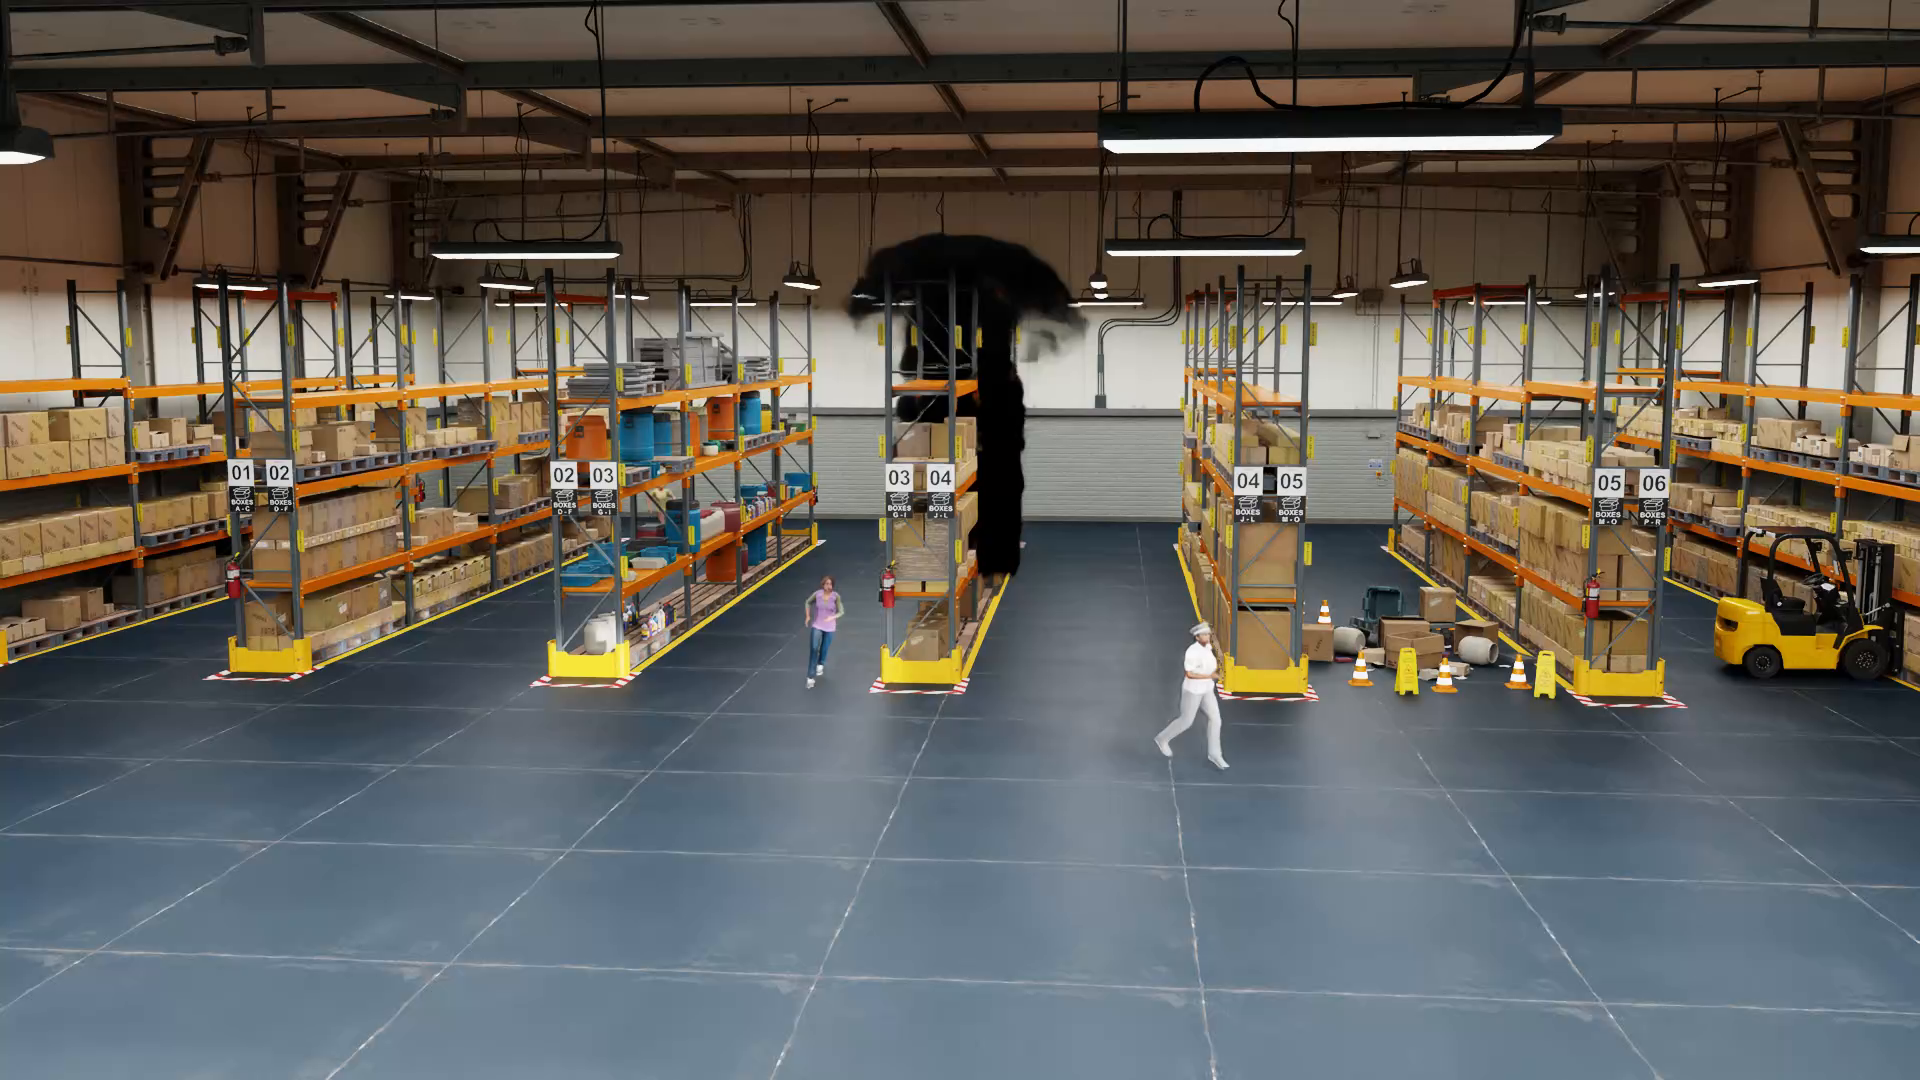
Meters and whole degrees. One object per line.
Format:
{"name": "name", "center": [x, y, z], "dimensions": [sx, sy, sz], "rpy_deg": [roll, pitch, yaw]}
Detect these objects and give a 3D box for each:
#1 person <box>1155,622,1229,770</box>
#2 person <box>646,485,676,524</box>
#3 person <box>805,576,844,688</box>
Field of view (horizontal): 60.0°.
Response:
{"name": "person", "center": [2.765, 1.794, 19.569], "dimensions": [0.587, 1.731, 0.926], "rpy_deg": [-7, 10, -44]}
{"name": "person", "center": [-7.215, -0.688, 40.250], "dimensions": [0.700, 1.620, 0.524], "rpy_deg": [-3, 7, -20]}
{"name": "person", "center": [-1.965, 1.293, 24.126], "dimensions": [0.574, 1.576, 0.856], "rpy_deg": [0, 7, -2]}
